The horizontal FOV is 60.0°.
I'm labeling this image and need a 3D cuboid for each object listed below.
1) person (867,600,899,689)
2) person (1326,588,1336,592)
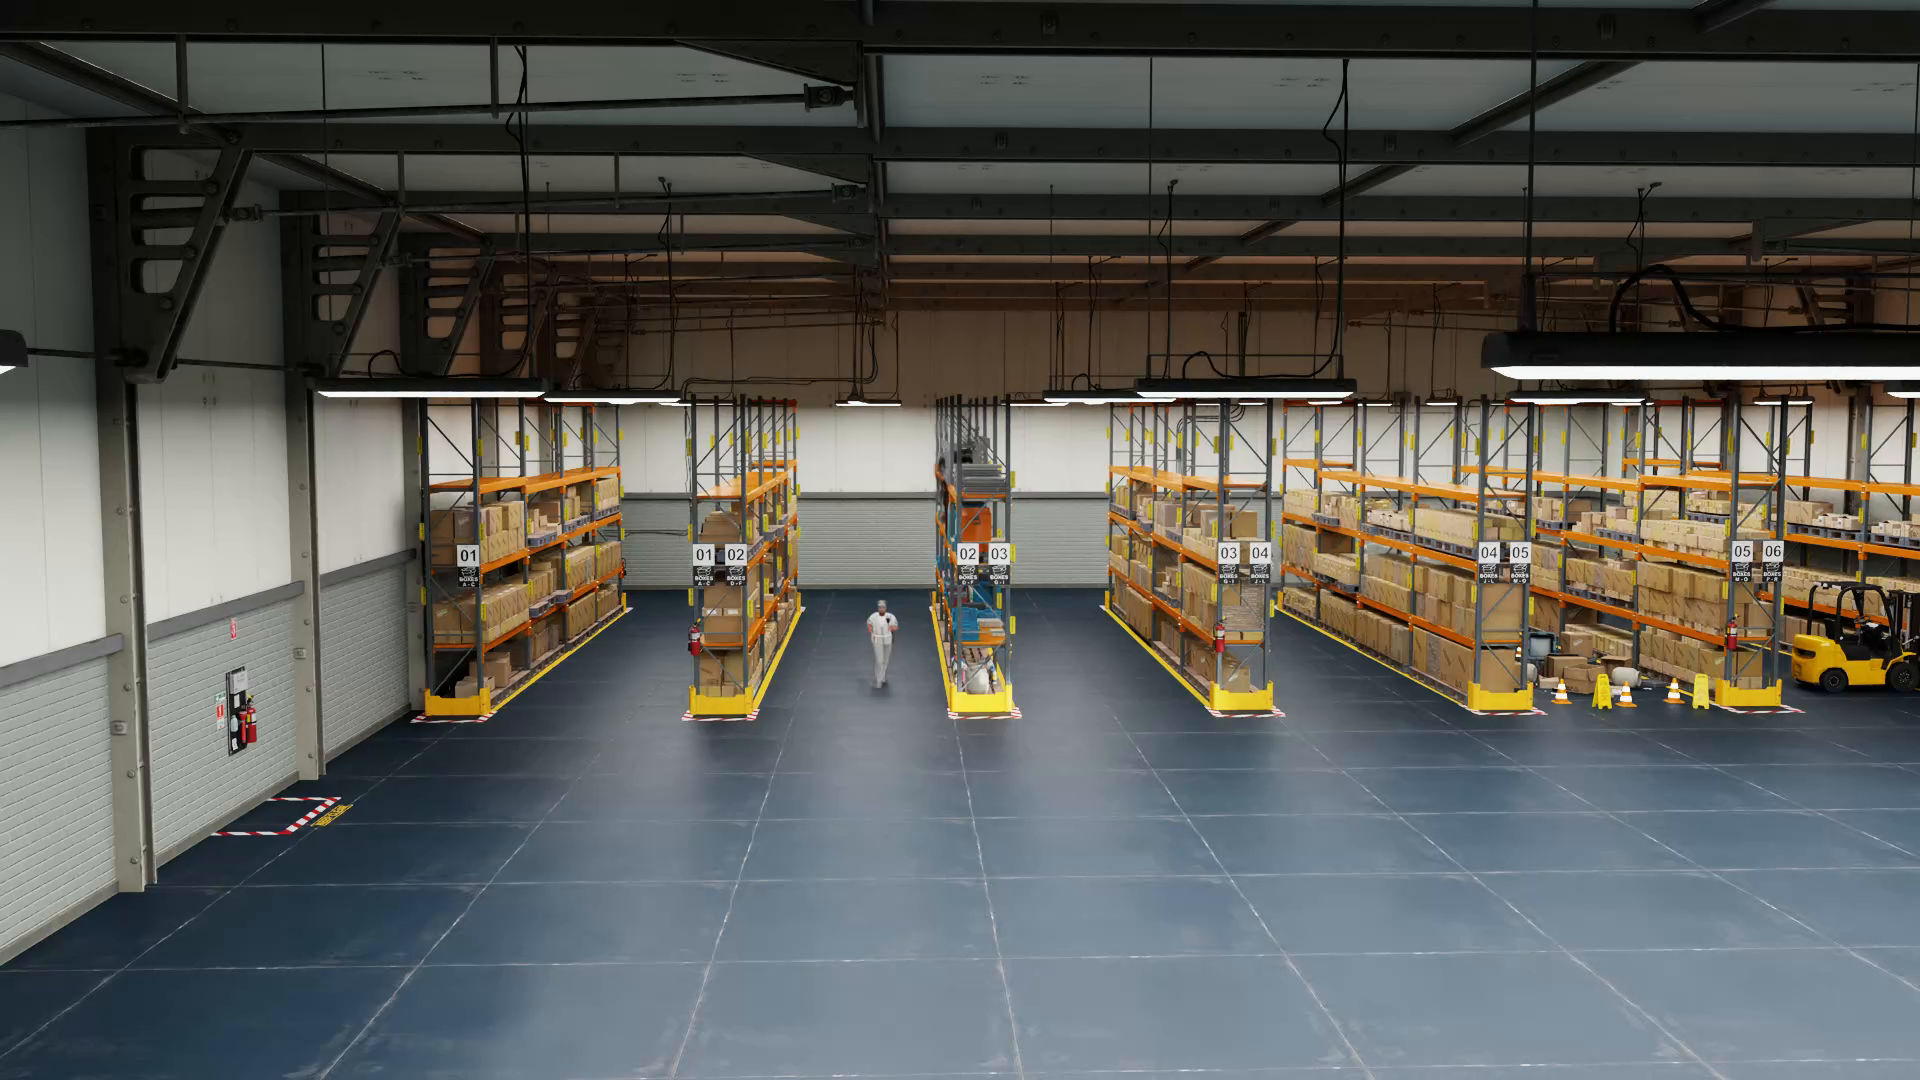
[{"bbox_3d":[-1.584,2.157,34.356,0.626,1.858,0.800,-1,5,-11],"label":"person"},{"bbox_3d":[11.081,1.009,49.016,0.601,1.748,0.660,0,4,2],"label":"person"}]
